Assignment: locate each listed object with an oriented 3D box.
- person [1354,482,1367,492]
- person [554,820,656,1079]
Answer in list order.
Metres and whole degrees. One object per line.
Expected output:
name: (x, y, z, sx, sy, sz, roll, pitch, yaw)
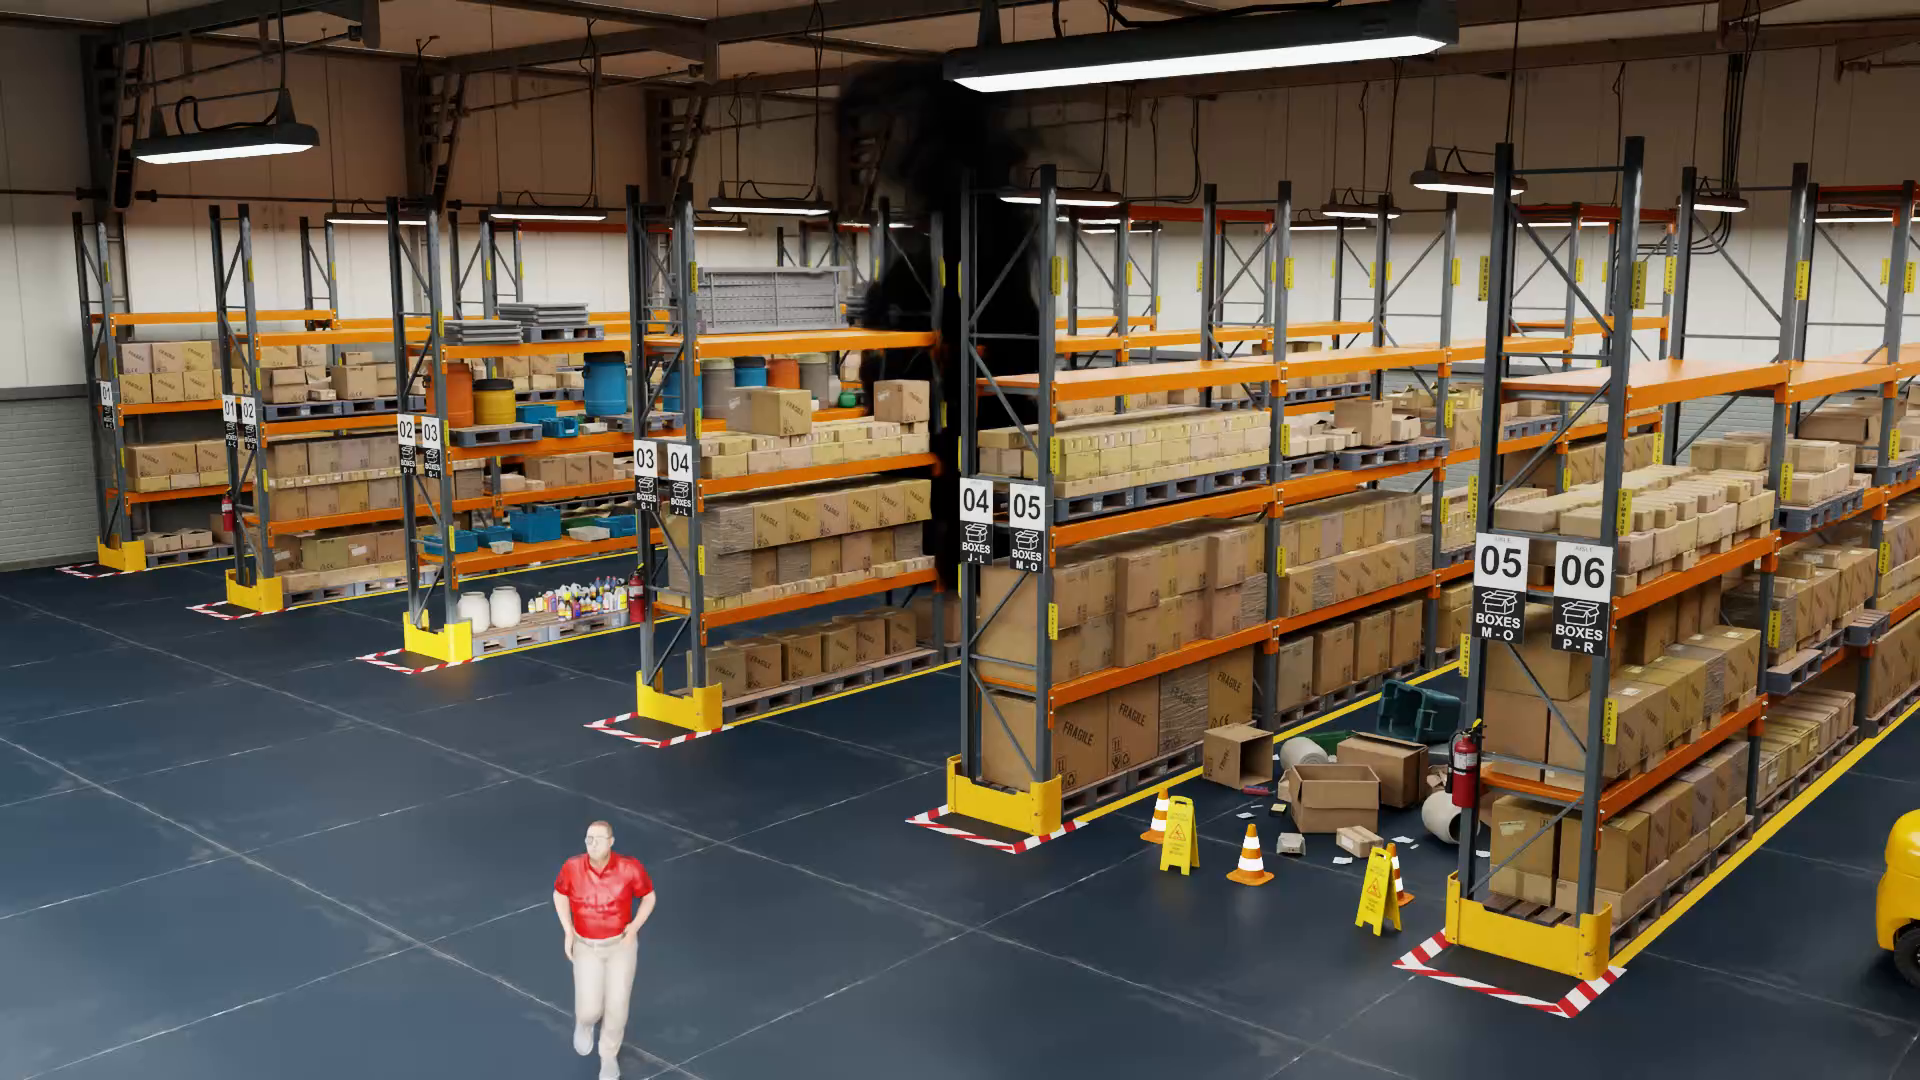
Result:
person: (5.890, 0.012, 24.283, 0.908, 1.812, 0.658, -9, 13, -44)
person: (-2.258, 2.605, 10.596, 0.649, 1.697, 0.631, -1, 10, -8)
